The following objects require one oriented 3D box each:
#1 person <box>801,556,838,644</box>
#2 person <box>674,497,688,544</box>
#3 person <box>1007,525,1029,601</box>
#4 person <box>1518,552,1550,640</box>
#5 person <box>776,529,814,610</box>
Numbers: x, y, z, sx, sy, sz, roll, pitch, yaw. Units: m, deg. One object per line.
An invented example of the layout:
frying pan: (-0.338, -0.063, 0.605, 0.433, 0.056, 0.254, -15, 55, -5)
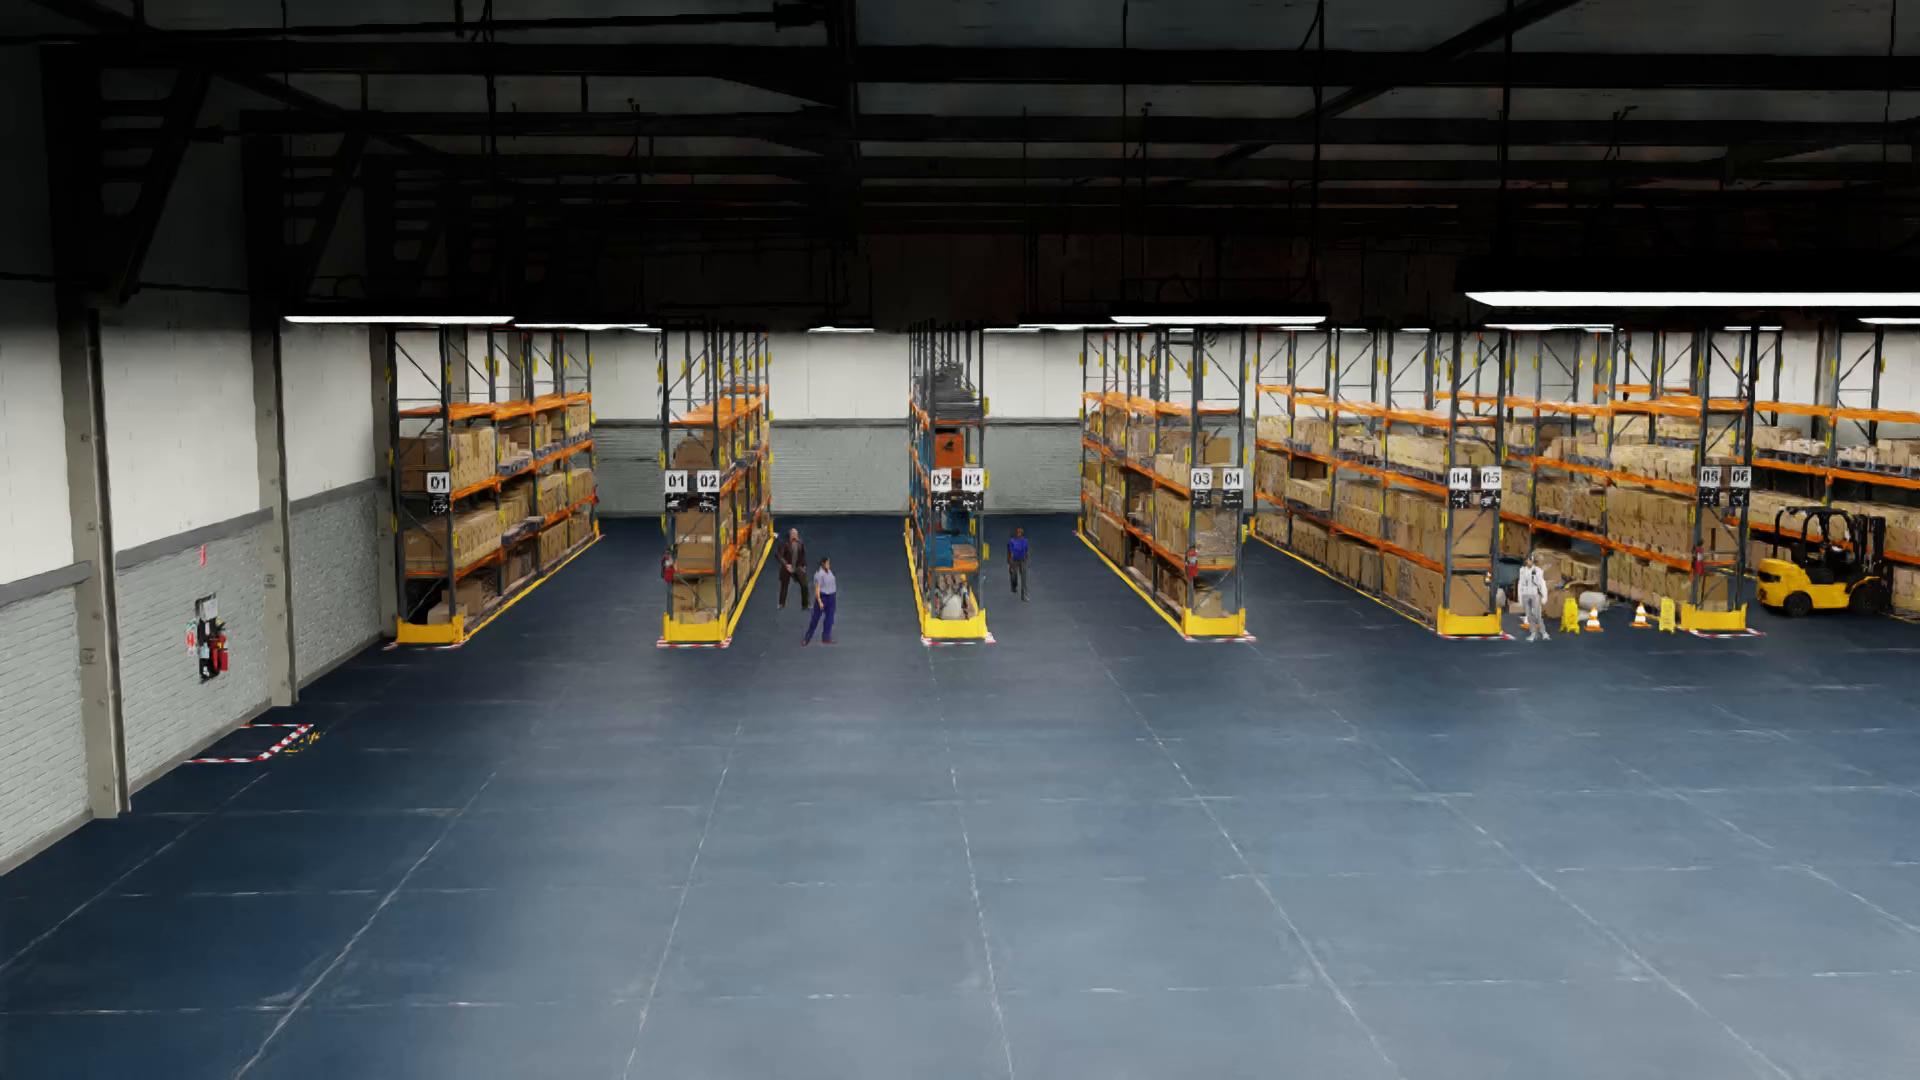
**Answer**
person: (-2.616, 1.119, 30.801, 0.485, 1.644, 0.679, 5, 9, 37)
person: (-7.615, -0.712, 45.603, 0.446, 1.591, 1.110, -1, 7, -5)
person: (1.219, 0.473, 34.974, 0.447, 1.567, 1.084, 0, 7, -1)
person: (10.771, 1.048, 31.182, 0.451, 1.667, 0.607, -7, 10, -45)
person: (-3.476, 0.606, 34.506, 0.734, 1.719, 0.868, -3, 8, -21)
